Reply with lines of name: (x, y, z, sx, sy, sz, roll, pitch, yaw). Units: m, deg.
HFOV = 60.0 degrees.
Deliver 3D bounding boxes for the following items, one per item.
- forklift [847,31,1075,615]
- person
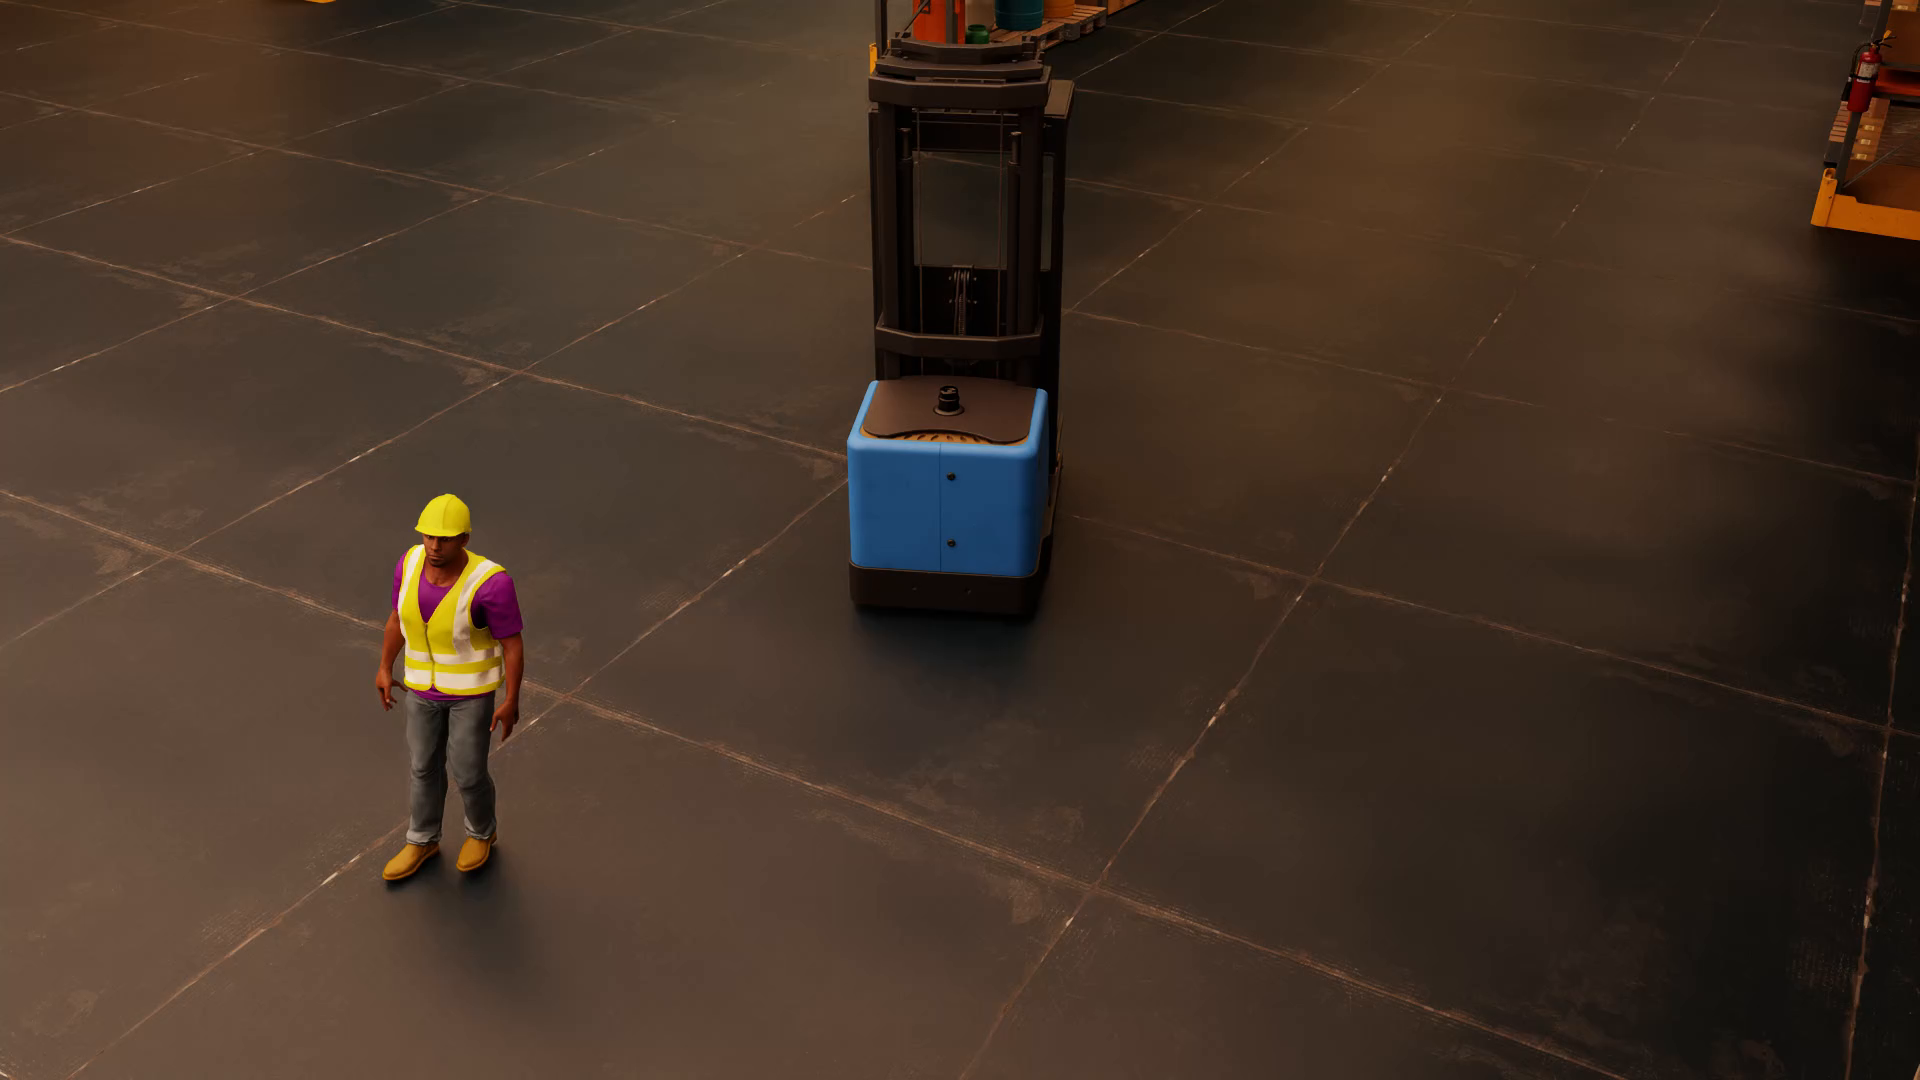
forklift: (0.072, -1.572, 9.794, 1.130, 2.935, 3.031, 3, 30, 6)
person: (-2.194, 0.656, 7.085, 0.665, 1.762, 0.589, 8, 31, 14)
